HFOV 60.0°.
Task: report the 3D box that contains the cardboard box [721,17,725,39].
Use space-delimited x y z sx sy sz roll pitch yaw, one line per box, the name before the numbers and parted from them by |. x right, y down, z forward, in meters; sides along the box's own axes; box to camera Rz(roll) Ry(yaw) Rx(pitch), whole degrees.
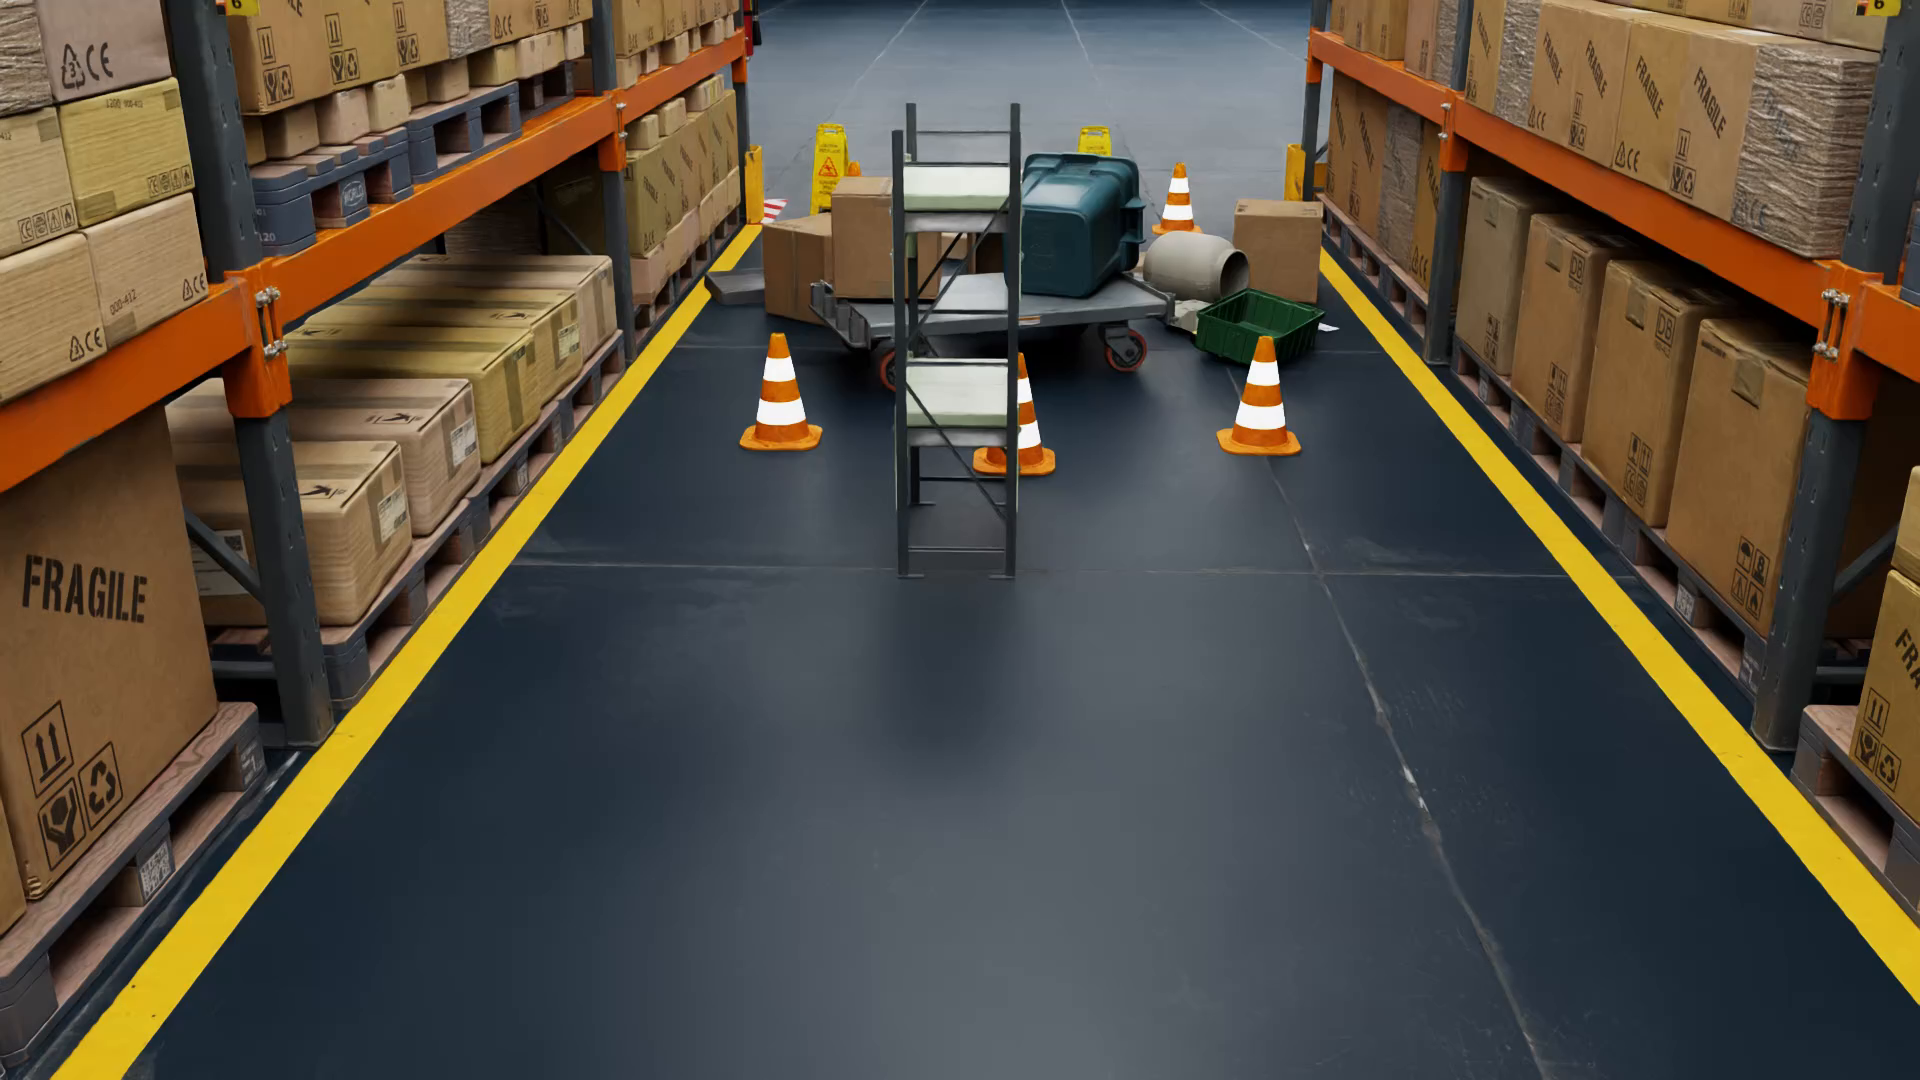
cardboard box | -1.731 -3.303 10.743 0.380 0.149 0.250 0 21 1

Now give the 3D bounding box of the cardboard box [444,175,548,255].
cardboard box | -2.379 -1.778 8.647 0.500 0.500 0.500 0 21 1

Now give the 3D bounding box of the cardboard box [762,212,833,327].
cardboard box | -0.736 -1.505 9.214 0.500 0.500 0.500 18 27 38

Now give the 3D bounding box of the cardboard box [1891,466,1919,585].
cardboard box | 2.437 0.034 3.634 0.500 0.250 0.500 0 21 -1

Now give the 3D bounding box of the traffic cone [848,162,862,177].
traffic cone | -0.731 -2.391 11.552 0.336 0.463 0.334 1 21 2

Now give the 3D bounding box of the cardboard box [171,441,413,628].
cardboard box | -2.224 -0.026 5.001 0.950 0.372 0.625 -1 21 -2

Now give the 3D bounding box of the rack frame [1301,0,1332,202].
rack frame | 2.943 -3.725 11.484 1.000 3.000 0.127 1 21 2

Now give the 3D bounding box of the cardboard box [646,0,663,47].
cardboard box | -1.845 -2.820 8.601 0.500 0.500 0.500 1 21 1

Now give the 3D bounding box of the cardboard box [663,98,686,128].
cardboard box | -1.758 -2.401 9.358 0.380 0.149 0.250 2 21 5

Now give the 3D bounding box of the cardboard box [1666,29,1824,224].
cardboard box | 2.462 -1.226 4.903 0.500 0.500 0.500 1 21 2

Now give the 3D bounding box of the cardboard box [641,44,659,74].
cardboard box | -1.823 -2.568 8.847 0.380 0.149 0.250 1 21 3

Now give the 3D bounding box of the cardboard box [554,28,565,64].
cardboard box | -1.895 -2.092 7.039 0.380 0.149 0.250 0 21 0

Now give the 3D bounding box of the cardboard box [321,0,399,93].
cardboard box | -1.997 -1.581 4.826 0.500 0.500 0.500 2 21 4

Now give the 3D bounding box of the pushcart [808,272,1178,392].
pushcart | 0.151 -1.068 8.259 1.648 0.377 0.936 -7 22 -17

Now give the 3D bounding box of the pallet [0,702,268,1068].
pallet | -2.350 0.733 3.847 1.003 0.211 1.213 1 21 2

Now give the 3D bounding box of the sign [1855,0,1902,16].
sign | 2.145 -1.378 3.832 0.100 0.325 0.005 1 21 2

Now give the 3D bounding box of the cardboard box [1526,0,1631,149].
cardboard box | 2.504 -1.775 6.320 0.500 0.500 0.500 1 21 1

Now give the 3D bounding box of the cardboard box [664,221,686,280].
cardboard box | -1.836 -1.615 9.264 0.500 0.250 0.500 2 21 5

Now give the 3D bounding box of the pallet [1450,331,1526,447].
pallet | 2.874 -0.699 7.540 1.003 0.211 1.213 1 21 2

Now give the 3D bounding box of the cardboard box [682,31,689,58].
cardboard box | -1.771 -2.844 9.560 0.380 0.149 0.250 1 21 1

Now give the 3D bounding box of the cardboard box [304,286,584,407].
cardboard box | -2.161 -0.818 7.043 0.950 0.372 0.625 2 21 5

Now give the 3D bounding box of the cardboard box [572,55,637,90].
cardboard box | -1.799 -2.290 8.132 0.380 0.149 0.250 1 21 1

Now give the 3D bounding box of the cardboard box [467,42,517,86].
cardboard box | -1.914 -1.818 6.334 0.380 0.149 0.250 1 21 2

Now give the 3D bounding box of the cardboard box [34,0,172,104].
cardboard box | -2.005 -1.174 3.387 0.500 0.500 0.500 0 21 0

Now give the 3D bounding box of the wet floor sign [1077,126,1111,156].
wet floor sign | 0.965 -2.660 11.993 0.267 0.644 0.232 -3 21 -8

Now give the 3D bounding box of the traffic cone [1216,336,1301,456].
traffic cone | 1.272 -0.628 7.008 0.336 0.463 0.334 1 21 2

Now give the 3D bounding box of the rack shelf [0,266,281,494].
rack shelf | -2.312 0.208 2.342 1.077 0.370 4.000 1 21 2

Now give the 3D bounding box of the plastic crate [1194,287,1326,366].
plastic crate | 1.517 -1.072 8.454 0.450 0.188 0.662 23 29 25

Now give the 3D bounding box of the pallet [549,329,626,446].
pallet | -2.151 -0.716 7.581 1.003 0.211 1.213 1 21 2

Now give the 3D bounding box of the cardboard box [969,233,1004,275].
cardboard box | 0.449 -1.642 9.377 0.797 0.637 0.503 1 21 2

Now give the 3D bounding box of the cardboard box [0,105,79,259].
cardboard box | -2.023 -0.651 3.075 0.500 0.250 0.500 0 21 0

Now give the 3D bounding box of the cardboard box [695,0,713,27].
cardboard box | -1.787 -3.368 10.012 0.500 0.500 0.500 1 21 1

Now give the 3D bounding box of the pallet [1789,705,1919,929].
pallet | 2.675 0.750 3.805 1.003 0.211 1.213 1 21 2

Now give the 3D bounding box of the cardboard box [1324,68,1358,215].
cardboard box | 2.989 -2.685 11.158 0.875 0.875 0.875 1 21 2

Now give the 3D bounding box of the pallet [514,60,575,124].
pallet | -2.298 -1.933 7.129 1.003 0.211 1.213 1 21 2

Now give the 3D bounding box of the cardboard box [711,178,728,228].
cardboard box | -1.787 -2.175 10.708 0.500 0.250 0.500 1 21 2

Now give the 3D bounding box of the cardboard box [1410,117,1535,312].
cardboard box | 2.911 -1.711 8.649 0.875 0.875 0.875 1 21 2

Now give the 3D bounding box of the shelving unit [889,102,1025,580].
shelving unit | 0.000 -0.702 5.764 0.431 1.500 0.755 1 21 2

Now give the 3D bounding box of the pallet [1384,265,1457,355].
pallet | 2.923 -1.253 8.967 1.003 0.211 1.213 1 21 2

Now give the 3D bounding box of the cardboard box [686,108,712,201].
cardboard box | -1.806 -2.343 10.105 0.500 0.500 0.500 0 21 0

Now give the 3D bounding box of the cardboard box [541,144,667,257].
cardboard box | -1.841 -1.771 8.630 0.500 0.500 0.500 2 21 4

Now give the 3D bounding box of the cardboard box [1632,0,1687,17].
cardboard box | 2.766 -2.061 5.674 0.700 0.500 0.500 0 21 1

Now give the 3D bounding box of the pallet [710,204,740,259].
pallet | -2.070 -2.123 11.208 1.003 0.211 1.213 1 21 2

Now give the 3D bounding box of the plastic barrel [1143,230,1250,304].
plastic barrel | 1.323 -1.505 9.323 0.512 0.421 0.421 18 27 38

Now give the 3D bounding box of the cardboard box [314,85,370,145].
cardboard box | -1.959 -1.245 4.858 0.380 0.149 0.250 -1 21 -2

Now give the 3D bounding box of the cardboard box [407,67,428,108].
cardboard box | -2.031 -1.535 5.605 0.380 0.149 0.250 1 21 4

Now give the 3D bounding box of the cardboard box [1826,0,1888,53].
cardboard box | 2.724 -1.508 4.248 0.700 0.500 0.500 1 21 1

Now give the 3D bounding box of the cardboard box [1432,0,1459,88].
cardboard box | 2.821 -2.483 8.073 0.875 0.550 0.550 1 21 2

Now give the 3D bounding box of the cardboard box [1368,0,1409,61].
cardboard box | 2.865 -3.068 9.583 0.875 0.550 0.500 1 21 2

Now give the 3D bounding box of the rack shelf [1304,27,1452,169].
rack shelf | 2.882 -2.667 9.750 1.077 0.370 4.000 1 21 2

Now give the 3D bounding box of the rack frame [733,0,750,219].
rack frame | -2.007 -3.743 11.530 1.000 3.000 0.127 1 21 2

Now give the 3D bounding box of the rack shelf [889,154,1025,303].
rack shelf | 0.000 -1.065 5.623 0.431 0.370 0.720 1 21 2

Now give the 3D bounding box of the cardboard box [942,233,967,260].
cardboard box | -0.028 -1.918 10.768 0.380 0.149 0.250 13 25 29

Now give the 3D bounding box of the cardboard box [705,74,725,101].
cardboard box | -1.715 -2.883 10.601 0.380 0.149 0.250 1 21 3

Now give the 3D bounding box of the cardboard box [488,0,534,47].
cardboard box | -1.949 -2.143 6.275 0.500 0.500 0.500 1 21 3

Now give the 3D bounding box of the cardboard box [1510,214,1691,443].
cardboard box | 2.860 -0.852 6.608 1.050 0.750 0.750 1 21 2
